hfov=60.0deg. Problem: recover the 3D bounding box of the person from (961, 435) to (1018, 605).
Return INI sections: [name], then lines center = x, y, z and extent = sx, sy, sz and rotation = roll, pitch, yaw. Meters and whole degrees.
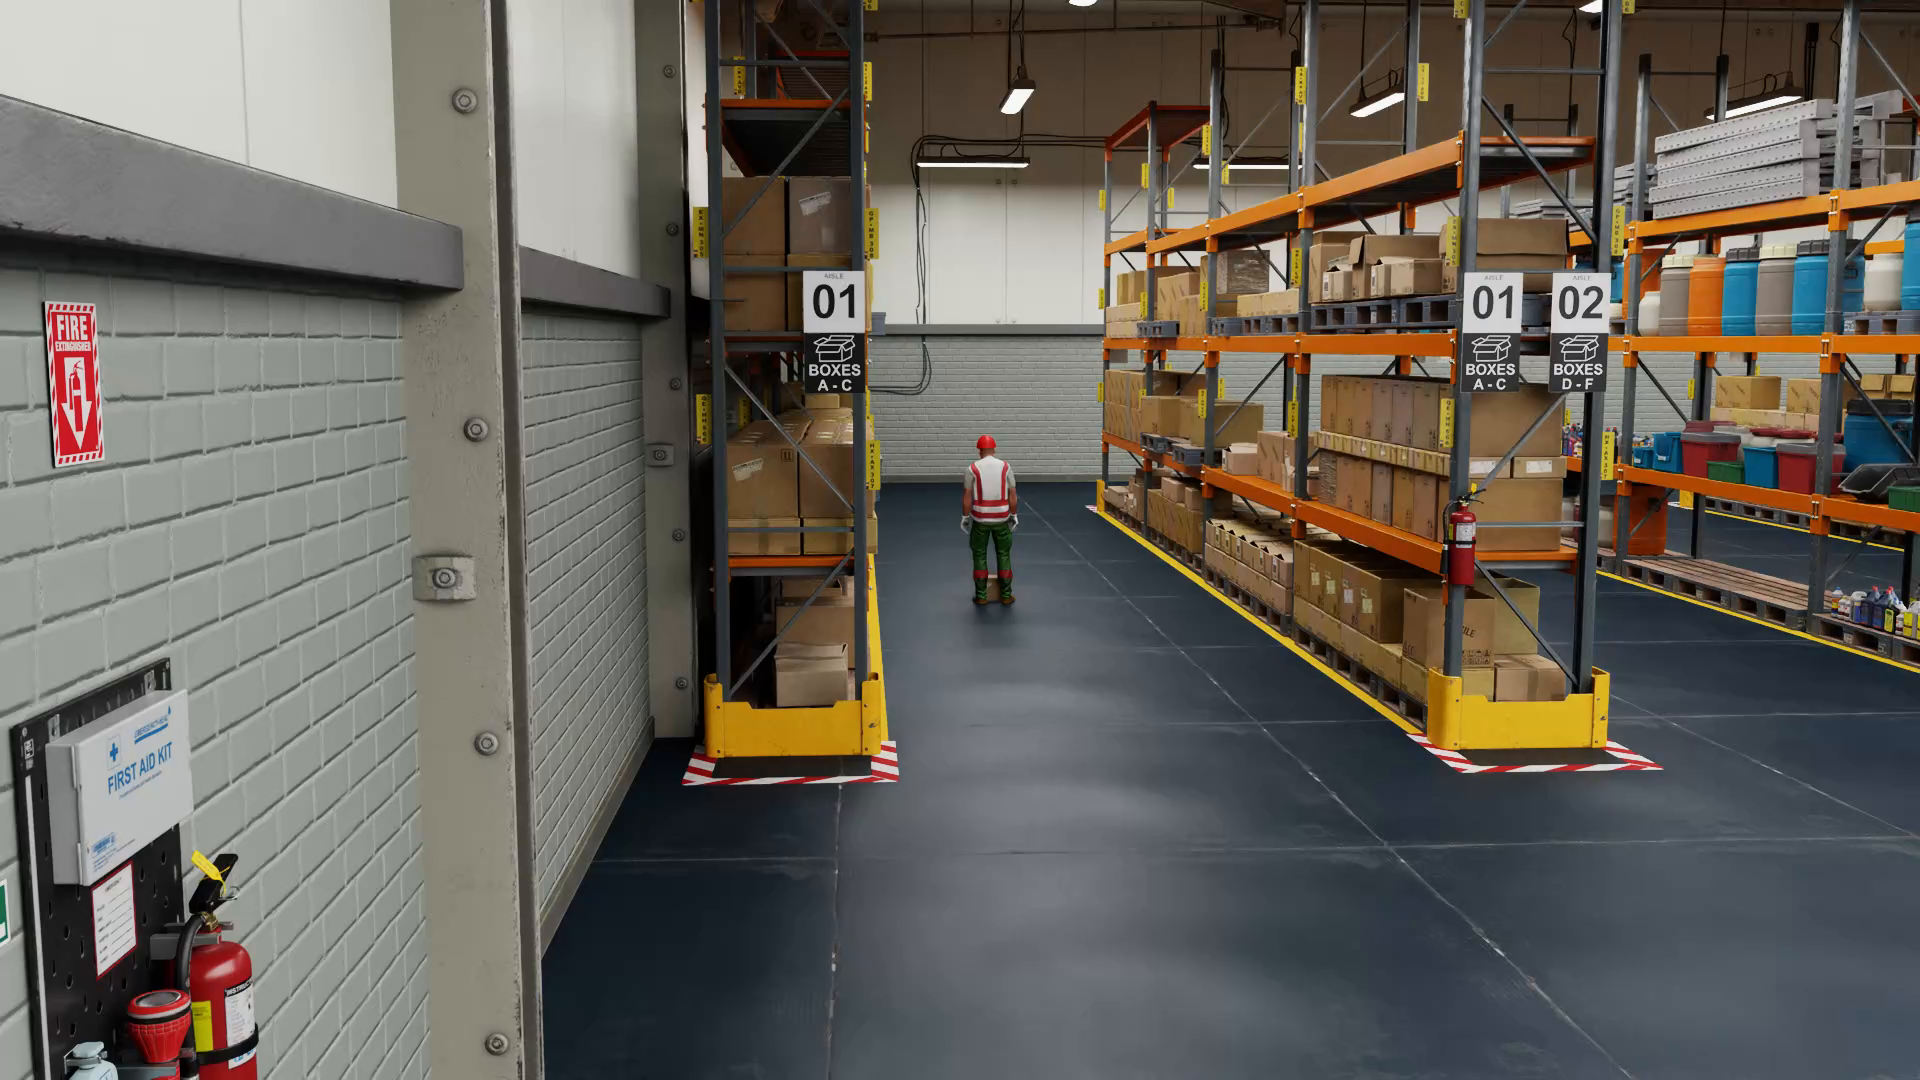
[person]
center = 0.310, -0.216, 17.503
extent = 0.614, 1.778, 0.453
rotation = -1, 7, -7
